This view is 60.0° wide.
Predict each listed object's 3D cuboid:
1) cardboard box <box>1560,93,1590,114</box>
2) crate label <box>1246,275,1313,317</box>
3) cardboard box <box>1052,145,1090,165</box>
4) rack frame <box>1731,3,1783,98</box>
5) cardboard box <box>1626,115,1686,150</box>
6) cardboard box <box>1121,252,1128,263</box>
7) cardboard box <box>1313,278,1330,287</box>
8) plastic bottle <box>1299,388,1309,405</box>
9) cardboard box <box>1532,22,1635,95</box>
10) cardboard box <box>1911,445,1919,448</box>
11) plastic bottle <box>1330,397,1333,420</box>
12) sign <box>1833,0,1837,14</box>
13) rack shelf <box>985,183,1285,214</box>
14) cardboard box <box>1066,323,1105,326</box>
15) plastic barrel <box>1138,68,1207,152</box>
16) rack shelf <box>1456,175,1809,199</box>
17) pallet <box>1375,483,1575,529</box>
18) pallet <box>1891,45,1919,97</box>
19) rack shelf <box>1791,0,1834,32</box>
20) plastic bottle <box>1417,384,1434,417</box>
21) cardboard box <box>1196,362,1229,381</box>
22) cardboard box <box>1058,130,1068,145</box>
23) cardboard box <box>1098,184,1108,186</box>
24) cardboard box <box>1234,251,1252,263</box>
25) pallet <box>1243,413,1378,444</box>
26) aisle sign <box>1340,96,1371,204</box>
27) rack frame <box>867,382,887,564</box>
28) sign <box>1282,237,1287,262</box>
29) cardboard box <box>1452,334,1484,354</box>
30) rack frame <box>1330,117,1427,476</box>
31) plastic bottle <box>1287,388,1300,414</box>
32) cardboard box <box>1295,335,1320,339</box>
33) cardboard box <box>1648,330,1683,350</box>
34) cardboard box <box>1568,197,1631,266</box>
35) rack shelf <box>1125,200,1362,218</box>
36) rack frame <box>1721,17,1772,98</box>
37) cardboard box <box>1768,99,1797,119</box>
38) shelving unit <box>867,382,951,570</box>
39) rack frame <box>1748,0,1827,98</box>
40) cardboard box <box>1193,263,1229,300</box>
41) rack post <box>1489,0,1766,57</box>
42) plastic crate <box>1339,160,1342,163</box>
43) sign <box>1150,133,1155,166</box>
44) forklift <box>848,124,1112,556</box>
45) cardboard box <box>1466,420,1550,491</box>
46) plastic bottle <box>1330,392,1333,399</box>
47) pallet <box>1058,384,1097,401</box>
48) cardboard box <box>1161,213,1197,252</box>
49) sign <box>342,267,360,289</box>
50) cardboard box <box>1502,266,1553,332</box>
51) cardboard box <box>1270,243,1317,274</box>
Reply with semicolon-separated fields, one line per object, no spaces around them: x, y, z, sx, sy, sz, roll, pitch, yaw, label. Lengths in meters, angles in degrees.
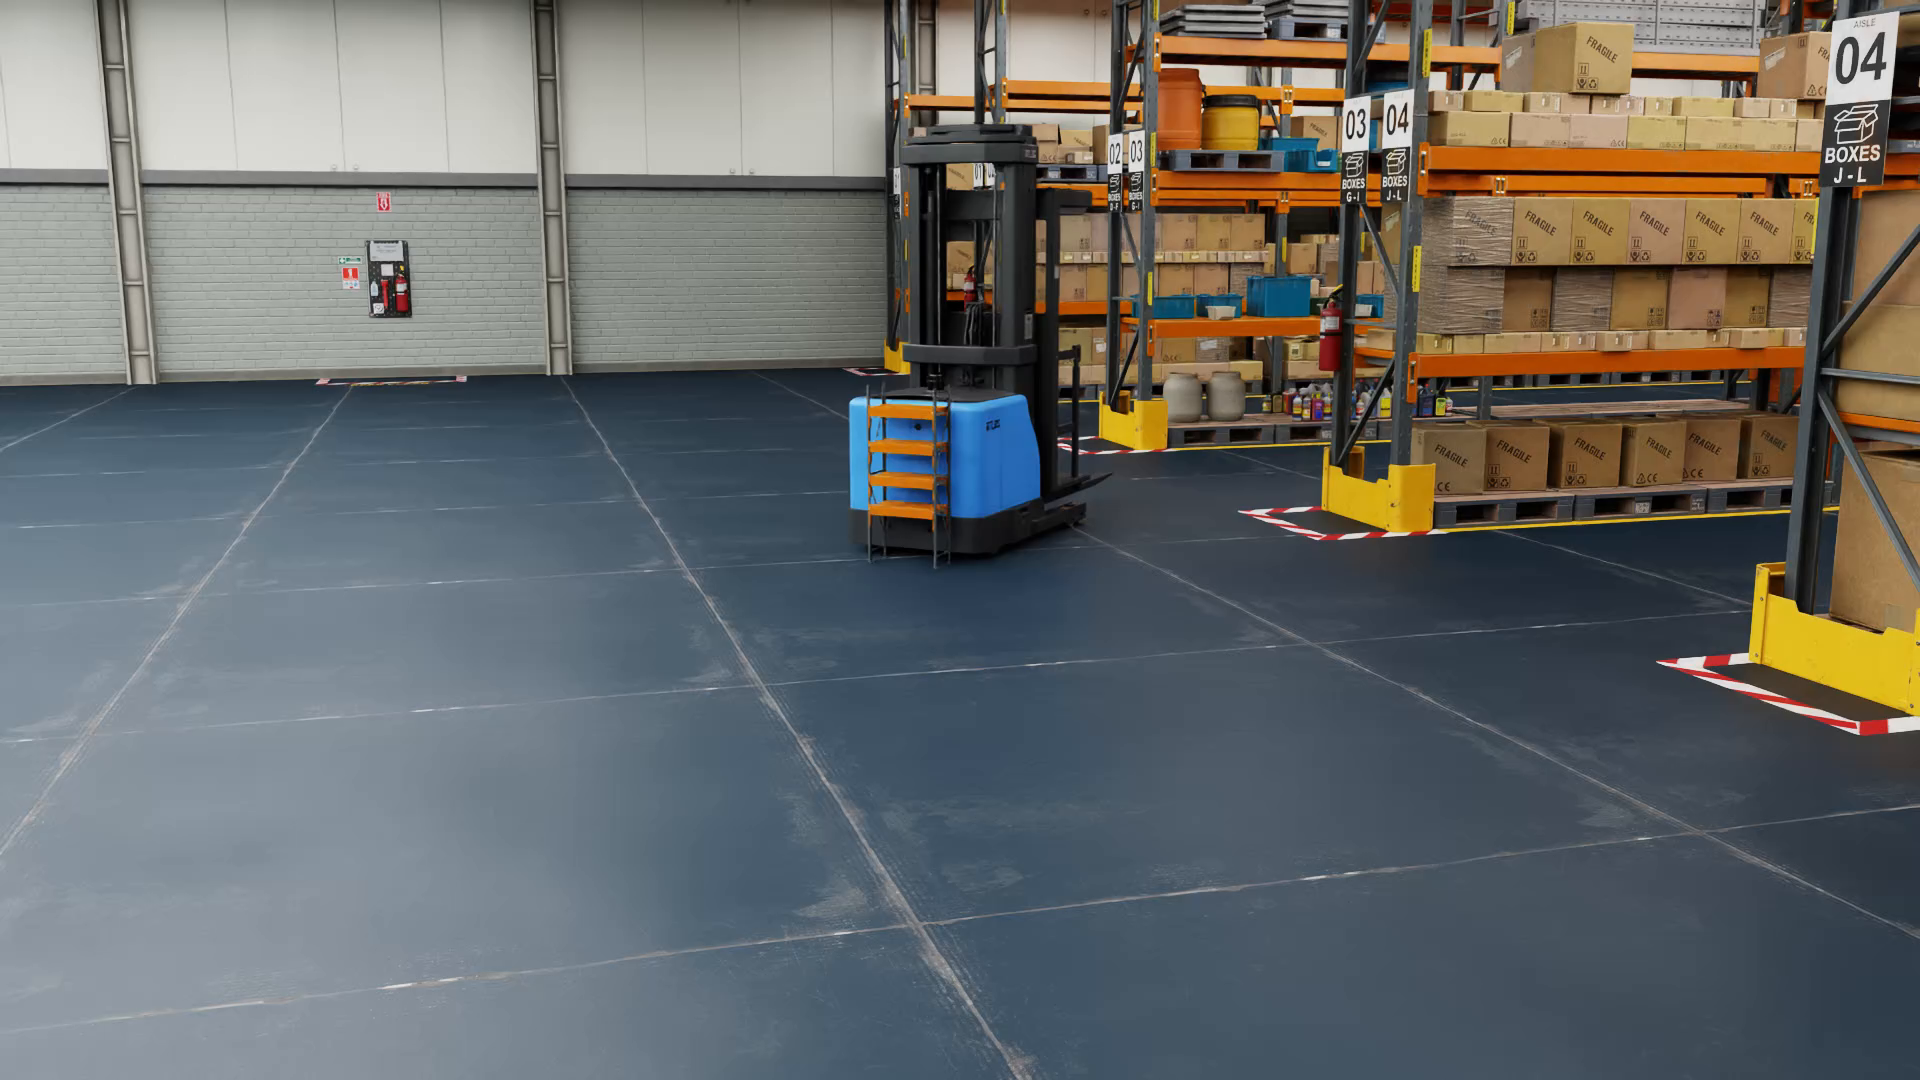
4.479;-3.247;12.426;0.250;0.149;0.380;-3;11;-16;cardboard box
3.458;-2.651;18.062;0.616;0.435;0.502;-3;11;-16;crate label
1.417;-5.135;22.239;0.500;0.250;0.500;-3;11;-16;cardboard box
11.907;-6.912;24.738;0.127;3.000;1.000;-3;11;-16;rack frame
5.154;-3.092;12.685;0.500;0.250;0.500;-3;11;-14;cardboard box
2.058;-3.770;22.175;0.250;0.149;0.380;-3;11;-17;cardboard box
5.019;-3.567;23.509;0.258;0.266;0.396;-3;11;-17;cardboard box
3.790;-1.554;18.511;0.135;0.276;0.152;-3;11;-18;plastic bottle
4.651;-3.577;12.427;0.500;0.500;0.500;-3;11;-16;cardboard box
8.050;-0.870;14.175;0.500;0.500;0.700;-3;11;-16;cardboard box
4.019;-1.428;17.837;0.097;0.271;0.097;0;10;0;plastic bottle
4.301;-2.731;8.087;0.005;0.325;0.100;-3;11;-16;sign
2.305;-4.577;22.326;4.000;0.370;1.077;-3;11;-16;rack shelf
1.773;-2.709;22.842;0.500;0.500;0.500;-3;11;-16;cardboard box
2.197;-4.433;17.209;0.708;0.830;0.600;-3;11;-16;plastic barrel
7.527;-3.918;18.747;4.000;0.370;1.077;-3;11;-16;rack shelf
4.013;-0.299;13.090;1.213;0.211;1.003;-3;11;-16;pallet
5.149;-2.236;7.866;1.213;0.211;1.003;-3;11;-16;pallet
8.911;-4.336;13.834;4.000;0.370;1.077;-3;11;-16;rack shelf
5.069;-1.526;18.154;0.185;0.351;0.144;-3;11;-17;plastic bottle
3.359;-2.326;22.831;0.500;0.250;0.500;-3;11;-16;cardboard box
1.411;-6.313;26.678;0.500;0.500;0.500;-3;11;-18;cardboard box
2.419;-5.883;27.103;0.500;0.500;0.500;-3;11;-14;cardboard box
3.787;-3.862;22.671;0.250;0.149;0.380;-3;11;-17;cardboard box
3.777;-1.235;18.172;1.213;0.211;1.003;-3;11;-16;pallet
3.007;-2.960;12.658;0.004;0.787;0.394;-3;11;-16;aisle sign
-0.559;-0.451;11.185;0.015;1.200;0.240;5;11;25;rack frame
4.382;-3.925;22.473;0.005;0.325;0.100;-3;11;-16;sign
3.736;-1.491;12.553;0.250;0.149;0.380;-3;11;-16;cardboard box
3.150;-1.632;12.627;0.127;3.000;1.000;-3;11;-16;rack frame
3.687;-1.532;18.372;0.133;0.283;0.061;-3;11;-16;plastic bottle
5.032;-2.785;23.773;0.500;0.311;0.500;-3;11;-14;cardboard box
5.422;-1.576;13.014;0.250;0.149;0.380;-3;11;-16;cardboard box
4.716;-2.349;12.664;0.500;0.500;0.500;-3;11;-16;cardboard box
4.758;-5.640;28.102;4.000;0.370;1.077;-3;11;-16;rack shelf
14.359;-7.975;30.514;0.127;3.000;1.000;-3;11;-16;rack frame
6.261;-3.340;12.932;0.250;0.149;0.380;-4;11;-19;cardboard box
-0.338;-0.433;11.083;0.503;1.200;0.258;5;11;25;shelving unit
9.447;-5.848;18.960;0.127;3.000;1.000;-3;11;-16;rack frame
3.297;-3.555;22.794;0.500;0.500;0.700;-3;11;-17;cardboard box
7.473;-5.859;18.465;3.121;1.000;1.013;-3;11;-16;rack post
4.179;-3.890;17.333;0.396;0.136;0.243;-3;11;-16;plastic crate
1.916;-3.877;16.511;0.005;0.325;0.100;-3;11;-16;sign
0.314;-1.561;12.428;1.130;2.935;3.031;5;12;25;forklift
4.319;-0.674;13.168;0.500;0.500;0.500;0;10;-1;cardboard box
4.192;-1.548;18.478;0.135;0.276;0.152;-3;11;-16;plastic bottle
1.108;-2.029;22.484;1.213;0.211;1.003;-3;11;-16;pallet
2.836;-4.169;22.550;0.500;0.500;0.700;-3;11;-16;cardboard box
-9.277;-3.987;25.318;0.234;0.329;0.001;-3;11;-16;sign
4.133;-1.897;12.967;0.500;0.500;0.875;-3;11;-16;cardboard box
5.701;-4.827;28.491;0.500;0.500;0.700;-4;11;-21;cardboard box
